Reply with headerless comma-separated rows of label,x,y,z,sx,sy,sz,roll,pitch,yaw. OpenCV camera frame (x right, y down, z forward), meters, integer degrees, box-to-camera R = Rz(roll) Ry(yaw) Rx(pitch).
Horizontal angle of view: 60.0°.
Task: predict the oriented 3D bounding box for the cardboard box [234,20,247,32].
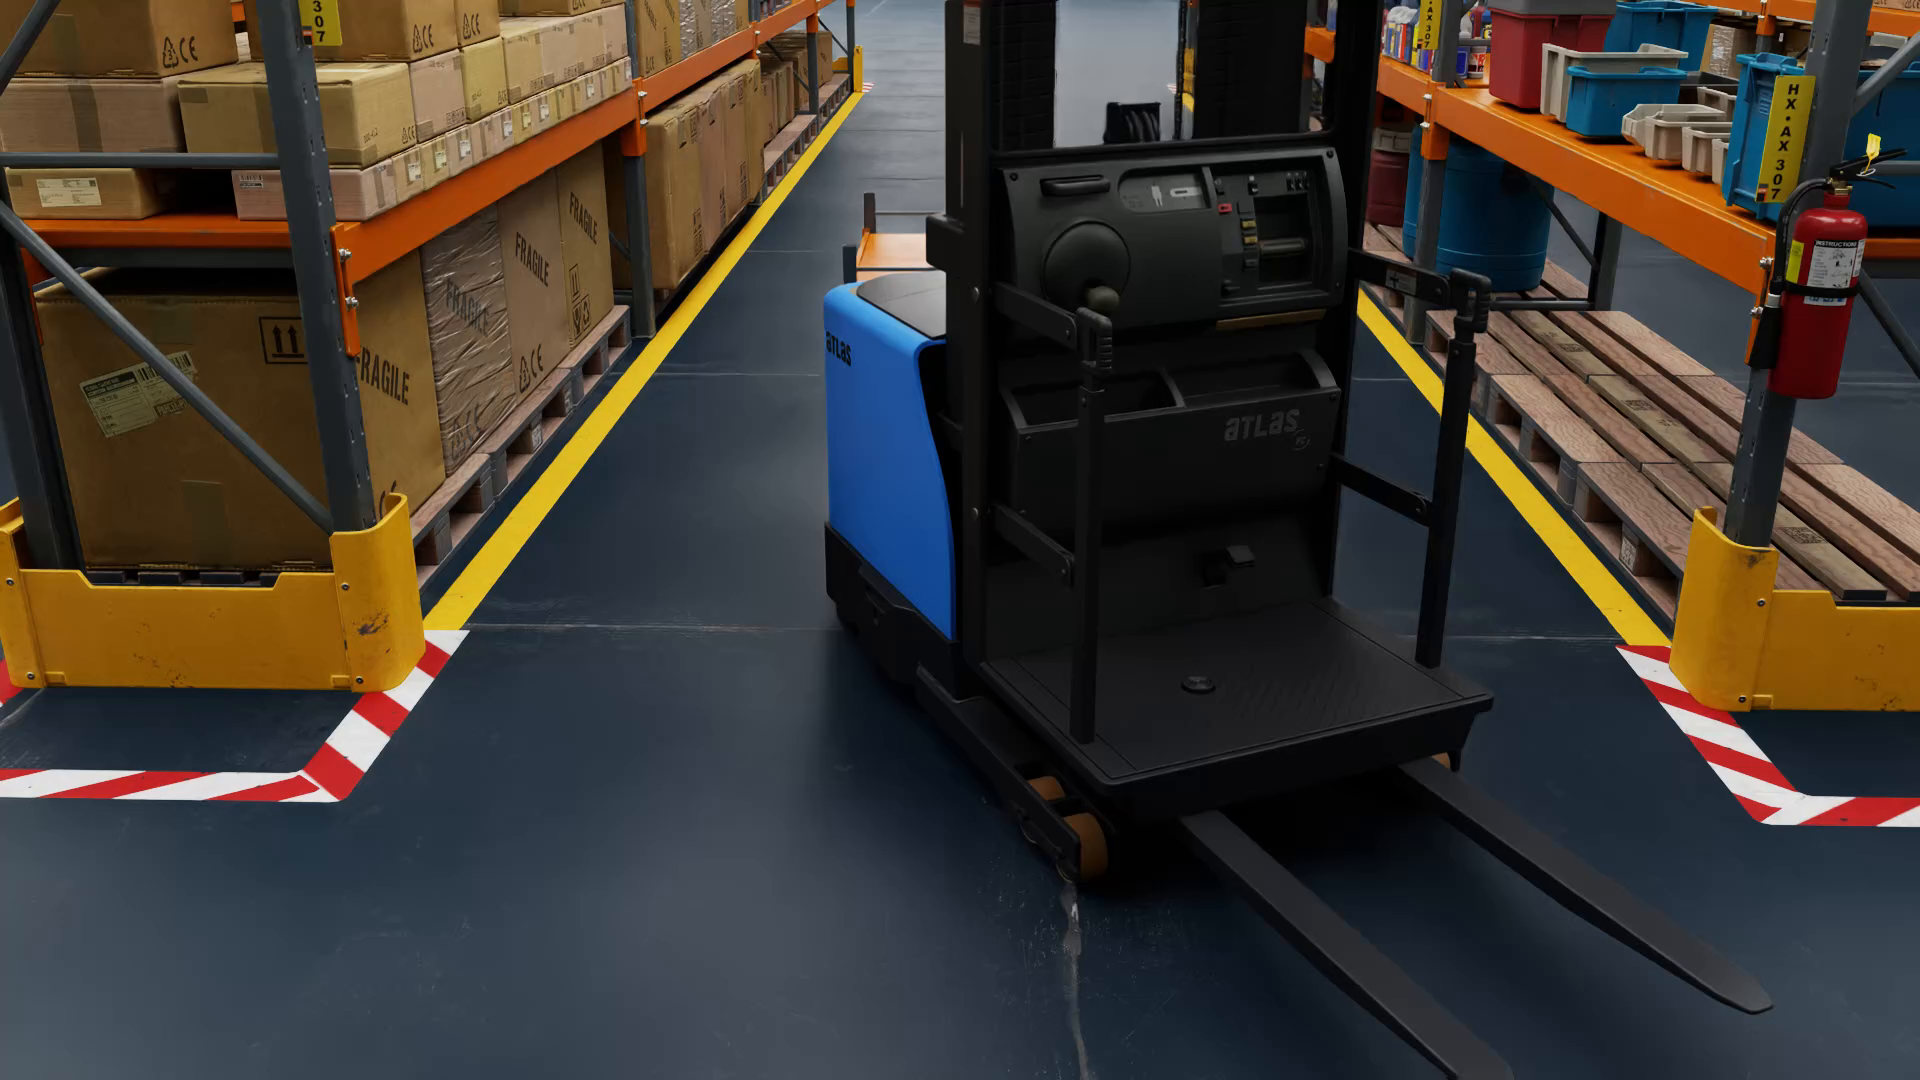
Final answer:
cardboard box,-6.738,-4.889,16.838,0.875,0.875,0.875,1,21,2

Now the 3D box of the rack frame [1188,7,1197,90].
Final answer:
rack frame,3.200,-6.758,19.298,1.000,3.000,0.127,1,21,2

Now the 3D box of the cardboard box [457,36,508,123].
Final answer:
cardboard box,-1.925,-1.636,5.895,0.500,0.250,0.500,0,21,0

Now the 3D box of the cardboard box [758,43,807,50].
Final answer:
cardboard box,-1.870,-4.973,17.574,0.500,0.500,0.500,-1,21,-3

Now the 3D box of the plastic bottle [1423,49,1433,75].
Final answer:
plastic bottle,2.486,-2.595,8.730,0.061,0.283,0.133,1,21,2

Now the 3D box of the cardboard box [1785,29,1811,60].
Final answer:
cardboard box,8.357,-4.683,16.136,0.500,0.500,0.500,1,21,2

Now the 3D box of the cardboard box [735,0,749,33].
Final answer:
cardboard box,-1.761,-3.785,11.499,0.500,0.500,0.500,1,21,3

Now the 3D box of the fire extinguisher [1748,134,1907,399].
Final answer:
fire extinguisher,2.255,-0.713,4.342,0.296,0.674,0.183,1,21,2

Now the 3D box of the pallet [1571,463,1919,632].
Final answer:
pallet,2.777,0.030,5.660,1.003,0.211,1.213,1,21,2

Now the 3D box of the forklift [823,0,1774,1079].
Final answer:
forklift,0.626,-0.730,3.860,1.130,2.935,3.031,-9,23,-22

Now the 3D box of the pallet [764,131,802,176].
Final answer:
pallet,-1.929,-3.342,14.350,1.003,0.211,1.213,1,21,2

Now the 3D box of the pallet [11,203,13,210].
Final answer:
pallet,-6.974,-2.428,11.995,1.003,0.211,1.213,1,21,2

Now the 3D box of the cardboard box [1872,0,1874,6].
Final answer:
cardboard box,7.974,-4.834,14.203,0.500,0.500,0.500,2,21,6

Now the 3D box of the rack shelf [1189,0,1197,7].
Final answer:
rack shelf,3.139,-5.699,17.565,1.077,0.370,4.000,1,21,2

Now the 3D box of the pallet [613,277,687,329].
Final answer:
pallet,-2.167,-1.453,9.482,1.003,0.211,1.213,1,21,2

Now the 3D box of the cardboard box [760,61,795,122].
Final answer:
cardboard box,-1.912,-4.184,15.512,0.700,0.500,0.500,-1,21,-3

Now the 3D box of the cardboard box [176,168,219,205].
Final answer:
cardboard box,-2.549,-1.136,5.158,0.380,0.149,0.250,1,21,2

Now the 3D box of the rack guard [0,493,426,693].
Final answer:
rack guard,-2.238,0.147,4.959,1.175,0.500,0.348,1,21,2

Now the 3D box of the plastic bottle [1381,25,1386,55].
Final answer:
plastic bottle,2.538,-2.961,9.789,0.097,0.201,0.097,0,21,0

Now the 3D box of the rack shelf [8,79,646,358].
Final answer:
rack shelf,-2.176,-1.415,6.523,1.077,0.370,4.000,1,21,2

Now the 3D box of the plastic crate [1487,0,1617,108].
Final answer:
plastic crate,2.557,-2.156,7.269,0.402,0.464,0.583,1,21,2

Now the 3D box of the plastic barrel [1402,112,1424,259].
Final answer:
plastic barrel,2.890,-2.089,9.586,0.600,0.901,0.708,1,21,2

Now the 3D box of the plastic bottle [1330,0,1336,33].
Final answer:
plastic bottle,2.590,-3.610,11.365,0.097,0.271,0.097,0,21,0

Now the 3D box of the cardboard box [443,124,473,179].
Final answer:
cardboard box,-1.876,-1.314,5.617,0.380,0.149,0.250,0,21,1

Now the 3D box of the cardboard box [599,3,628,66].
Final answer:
cardboard box,-1.866,-2.379,7.811,0.500,0.250,0.500,0,21,1

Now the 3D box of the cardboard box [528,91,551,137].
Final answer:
cardboard box,-1.845,-1.686,6.574,0.380,0.149,0.250,1,21,3

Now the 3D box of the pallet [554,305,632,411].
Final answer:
pallet,-2.217,-0.899,8.054,1.003,0.211,1.213,1,21,2

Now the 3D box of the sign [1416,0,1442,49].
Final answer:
sign,2.285,-2.554,8.083,0.100,0.325,0.005,1,21,2

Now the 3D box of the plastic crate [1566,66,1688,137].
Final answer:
plastic crate,2.520,-1.668,6.329,0.416,0.233,0.300,1,21,2

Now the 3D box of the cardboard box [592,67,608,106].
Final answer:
cardboard box,-1.813,-2.056,7.529,0.380,0.149,0.250,0,21,1

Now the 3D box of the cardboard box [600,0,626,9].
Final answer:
cardboard box,-1.862,-2.722,7.658,0.500,0.500,0.500,1,21,3

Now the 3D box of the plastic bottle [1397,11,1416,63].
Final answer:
plastic bottle,2.551,-2.821,9.325,0.152,0.276,0.135,1,21,2

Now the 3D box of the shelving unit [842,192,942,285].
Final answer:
shelving unit,-0.122,-0.612,6.050,0.538,1.125,1.048,0,21,1

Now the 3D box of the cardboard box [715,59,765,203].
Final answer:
cardboard box,-2.036,-2.875,11.650,1.225,0.875,0.875,0,21,-1

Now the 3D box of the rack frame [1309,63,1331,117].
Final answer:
rack frame,3.079,-5.311,15.571,1.000,3.000,0.127,1,21,2

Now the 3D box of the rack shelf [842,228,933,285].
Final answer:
rack shelf,-0.122,-0.885,5.945,0.538,0.278,1.000,0,21,1

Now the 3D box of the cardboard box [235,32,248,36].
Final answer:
cardboard box,-2.445,-1.830,6.394,0.500,0.250,0.500,1,21,2

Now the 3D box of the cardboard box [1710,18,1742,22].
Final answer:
cardboard box,7.864,-5.231,17.549,0.500,0.500,0.500,1,21,2

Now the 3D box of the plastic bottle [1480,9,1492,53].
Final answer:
plastic bottle,3.158,-3.054,9.931,0.097,0.271,0.097,0,21,0

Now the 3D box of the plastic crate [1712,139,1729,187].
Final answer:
plastic crate,2.557,-1.174,5.190,0.396,0.136,0.243,1,21,2

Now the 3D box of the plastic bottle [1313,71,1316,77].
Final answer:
plastic bottle,3.518,-4.569,16.711,0.144,0.351,0.185,1,21,3

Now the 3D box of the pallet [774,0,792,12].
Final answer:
pallet,-1.974,-4.546,13.864,1.003,0.211,1.213,1,21,2

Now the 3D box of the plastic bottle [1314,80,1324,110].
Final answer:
plastic bottle,3.526,-4.355,16.269,0.097,0.271,0.097,0,21,0

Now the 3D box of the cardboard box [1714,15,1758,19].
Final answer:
cardboard box,8.417,-5.406,17.999,0.500,0.500,0.500,1,21,2

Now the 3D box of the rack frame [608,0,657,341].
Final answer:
rack frame,-2.115,-2.473,8.256,1.000,3.000,0.127,1,21,2

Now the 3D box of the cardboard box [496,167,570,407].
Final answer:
cardboard box,-2.243,-1.115,7.113,0.875,0.875,0.875,1,21,2

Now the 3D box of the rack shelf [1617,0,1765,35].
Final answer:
rack shelf,8.090,-5.643,17.421,1.077,0.370,4.000,1,21,2

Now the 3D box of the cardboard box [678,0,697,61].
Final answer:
cardboard box,-1.821,-3.046,9.595,0.500,0.500,0.500,0,21,0

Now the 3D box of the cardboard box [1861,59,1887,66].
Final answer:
cardboard box,8.304,-4.281,15.361,0.500,0.311,0.500,1,21,2
